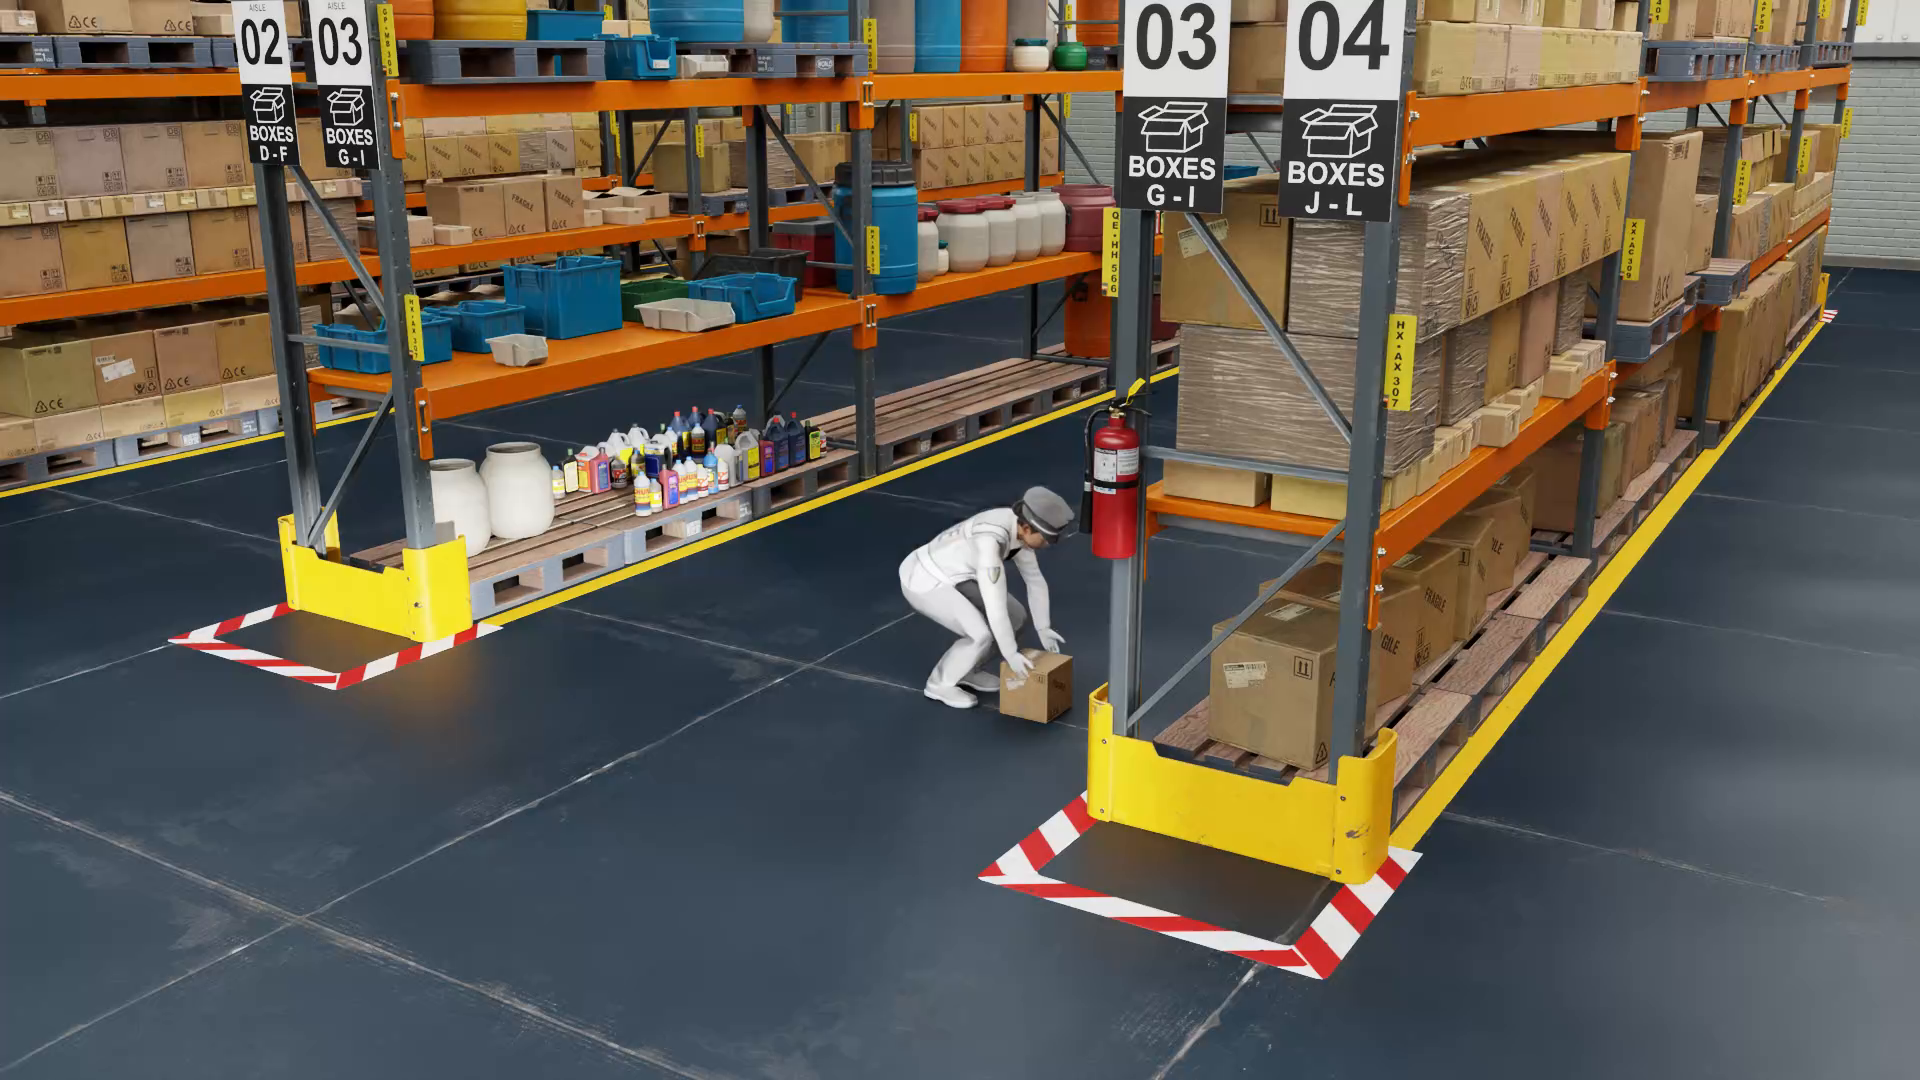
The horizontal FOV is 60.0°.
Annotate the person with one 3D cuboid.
[{"bbox_3d":[0.135,0.245,7.802,0.831,1.050,0.502,10,19,30],"label":"person"}]
